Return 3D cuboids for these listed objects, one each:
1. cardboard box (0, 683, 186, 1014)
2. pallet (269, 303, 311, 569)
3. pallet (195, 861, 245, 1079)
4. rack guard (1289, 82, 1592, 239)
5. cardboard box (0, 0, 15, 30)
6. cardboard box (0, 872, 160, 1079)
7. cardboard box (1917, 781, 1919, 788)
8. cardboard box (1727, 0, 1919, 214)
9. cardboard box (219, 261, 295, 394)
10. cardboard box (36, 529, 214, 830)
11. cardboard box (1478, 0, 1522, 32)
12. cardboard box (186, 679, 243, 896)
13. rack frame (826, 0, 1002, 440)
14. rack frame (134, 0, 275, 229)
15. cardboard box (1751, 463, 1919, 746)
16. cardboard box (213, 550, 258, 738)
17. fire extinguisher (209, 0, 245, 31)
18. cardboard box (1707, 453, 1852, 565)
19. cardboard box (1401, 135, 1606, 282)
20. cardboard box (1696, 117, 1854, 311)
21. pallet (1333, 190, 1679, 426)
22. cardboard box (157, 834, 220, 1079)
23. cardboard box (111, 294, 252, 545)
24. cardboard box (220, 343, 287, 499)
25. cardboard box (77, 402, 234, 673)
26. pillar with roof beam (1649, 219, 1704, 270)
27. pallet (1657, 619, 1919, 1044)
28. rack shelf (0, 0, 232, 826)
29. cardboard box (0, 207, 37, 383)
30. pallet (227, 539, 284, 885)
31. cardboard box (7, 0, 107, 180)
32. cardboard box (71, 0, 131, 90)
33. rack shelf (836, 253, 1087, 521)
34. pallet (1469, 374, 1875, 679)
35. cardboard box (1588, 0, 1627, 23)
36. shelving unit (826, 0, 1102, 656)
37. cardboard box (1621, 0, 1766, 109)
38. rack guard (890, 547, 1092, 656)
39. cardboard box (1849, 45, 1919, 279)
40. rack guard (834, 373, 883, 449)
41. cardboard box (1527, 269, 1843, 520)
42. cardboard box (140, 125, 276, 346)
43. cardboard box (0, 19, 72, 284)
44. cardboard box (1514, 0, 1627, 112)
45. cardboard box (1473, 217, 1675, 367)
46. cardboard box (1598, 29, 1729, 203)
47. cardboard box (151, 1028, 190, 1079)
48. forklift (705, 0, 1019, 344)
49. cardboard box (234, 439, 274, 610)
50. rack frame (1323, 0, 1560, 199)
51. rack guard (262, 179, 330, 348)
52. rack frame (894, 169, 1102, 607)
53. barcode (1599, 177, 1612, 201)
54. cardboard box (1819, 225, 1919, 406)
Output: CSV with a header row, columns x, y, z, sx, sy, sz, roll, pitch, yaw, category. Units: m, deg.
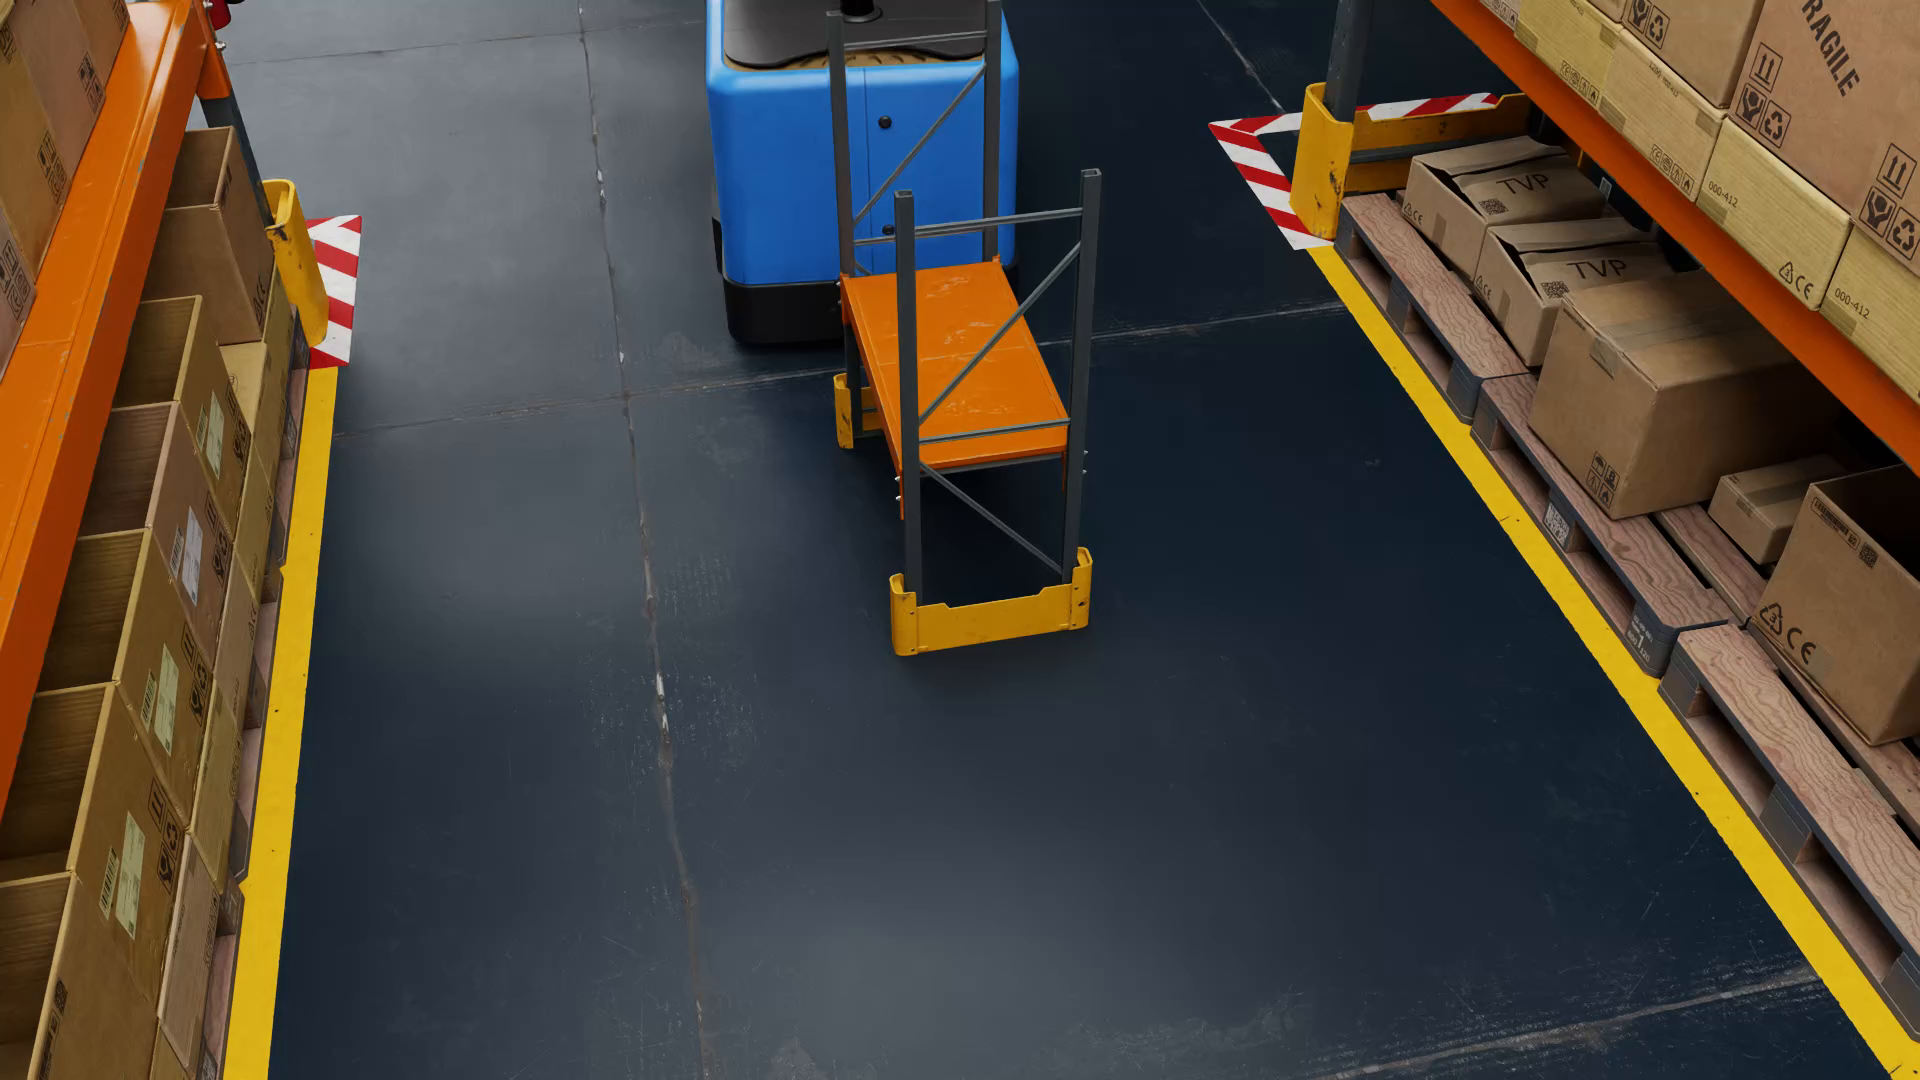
x,y,z,sx,sy,sz,roll,pitch,yaw,category
-1.958,0.678,3.417,0.500,0.500,0.500,-8,42,-9,cardboard box
-2.705,-0.305,5.434,1.003,0.211,1.213,-8,42,-9,pallet
-2.178,1.277,3.652,1.003,0.211,1.213,-8,42,-9,pallet
1.941,-1.565,6.637,1.175,0.500,0.348,-8,42,-9,rack guard
-2.420,-1.228,3.810,0.380,0.149,0.250,-7,42,-8,cardboard box
-1.842,1.001,3.053,0.500,0.500,0.500,-8,42,-9,cardboard box
2.644,0.596,4.122,0.380,0.166,0.250,-14,43,-15,cardboard box
2.173,-1.101,3.764,0.500,0.500,0.500,-9,42,-11,cardboard box
-2.507,-0.661,5.490,0.500,0.250,0.500,-8,42,-9,cardboard box
-2.058,0.353,3.783,0.500,0.500,0.500,-8,42,-9,cardboard box
1.846,-1.804,5.121,0.500,0.250,0.500,-10,42,-11,cardboard box
-2.058,0.633,4.032,0.500,0.250,0.500,-8,42,-9,cardboard box
-0.128,-0.946,5.186,0.500,1.500,0.032,-8,42,-9,rack frame
-2.911,-1.837,5.060,1.000,3.000,0.127,-8,42,-9,rack frame
2.525,0.147,4.377,0.500,0.500,0.500,-11,43,-12,cardboard box
-2.171,0.310,4.396,0.500,0.250,0.500,-8,42,-9,cardboard box
-2.483,-1.951,5.247,0.296,0.674,0.183,-8,42,-9,fire extinguisher
2.463,-0.094,4.913,0.380,0.149,0.250,-12,43,-13,cardboard box
1.987,-1.247,6.089,0.500,0.311,0.500,-13,43,-14,cardboard box
2.167,-0.819,4.012,0.500,0.250,0.500,-9,42,-10,cardboard box
2.082,-0.926,6.134,1.003,0.211,1.213,-8,42,-9,pallet
-1.955,0.958,3.666,0.500,0.250,0.500,-8,42,-9,cardboard box
-2.275,-0.295,4.513,0.500,0.500,0.500,-8,42,-9,cardboard box
-2.387,-0.338,5.126,0.500,0.250,0.500,-8,42,-9,cardboard box
-2.168,0.029,4.148,0.500,0.500,0.500,-8,42,-9,cardboard box
-1.283,-3.846,2.804,9.100,9.000,0.400,-8,42,-9,pillar with roof beam
2.609,0.656,4.352,1.003,0.211,1.213,-8,42,-9,pallet
-2.479,-0.272,3.838,1.077,0.370,4.000,-8,42,-9,rack shelf
-2.486,-0.567,3.554,0.700,0.500,0.500,-7,42,-8,cardboard box
-2.445,0.485,4.545,1.003,0.211,1.213,-8,42,-9,pallet
-2.705,-1.230,4.301,0.700,0.500,0.500,-7,42,-8,cardboard box
-2.823,-1.570,4.684,0.700,0.500,0.500,-8,42,-9,cardboard box
-0.018,-0.482,4.934,0.538,0.185,1.000,-8,42,-9,rack shelf
2.342,-0.136,5.245,1.003,0.211,1.213,-8,42,-9,pallet
1.937,-1.771,4.519,0.500,0.500,0.500,-10,42,-11,cardboard box
-0.016,-0.610,4.808,0.587,1.500,1.083,-8,42,-9,shelving unit
2.060,-1.438,4.144,0.500,0.500,0.500,-7,42,-8,cardboard box
0.091,0.180,4.859,0.587,0.250,0.087,-8,42,-9,rack guard
2.271,-0.773,3.395,0.500,0.500,0.500,-9,42,-10,cardboard box
-0.124,-0.466,5.586,0.587,0.250,0.087,-8,42,-9,rack guard
2.219,-0.465,5.066,0.700,0.500,0.500,-11,43,-12,cardboard box
-2.505,-0.941,5.241,0.500,0.500,0.500,-8,42,-9,cardboard box
-2.603,-0.908,3.938,0.700,0.500,0.500,-8,42,-9,cardboard box
1.951,-1.473,4.748,0.500,0.250,0.500,-9,42,-10,cardboard box
2.110,-0.877,5.673,0.500,0.311,0.500,-5,42,-6,cardboard box
2.057,-1.145,4.379,0.500,0.250,0.500,-8,42,-9,cardboard box
-1.852,1.283,3.300,0.500,0.250,0.500,-8,42,-9,cardboard box
-0.465,-2.770,6.163,1.130,2.935,3.031,-4,42,-5,forklift
-2.277,-0.014,4.762,0.500,0.250,0.500,-8,42,-9,cardboard box
1.925,-2.549,5.862,1.000,3.000,0.127,-8,42,-9,rack frame
-2.916,-0.918,5.907,1.175,0.500,0.348,-8,42,-9,rack guard
0.091,-0.287,4.443,0.500,1.500,0.032,-8,42,-9,rack frame
2.381,-1.296,6.137,0.001,0.075,0.075,-8,42,-9,barcode
2.291,-0.496,3.647,0.500,0.250,0.500,-8,42,-9,cardboard box
